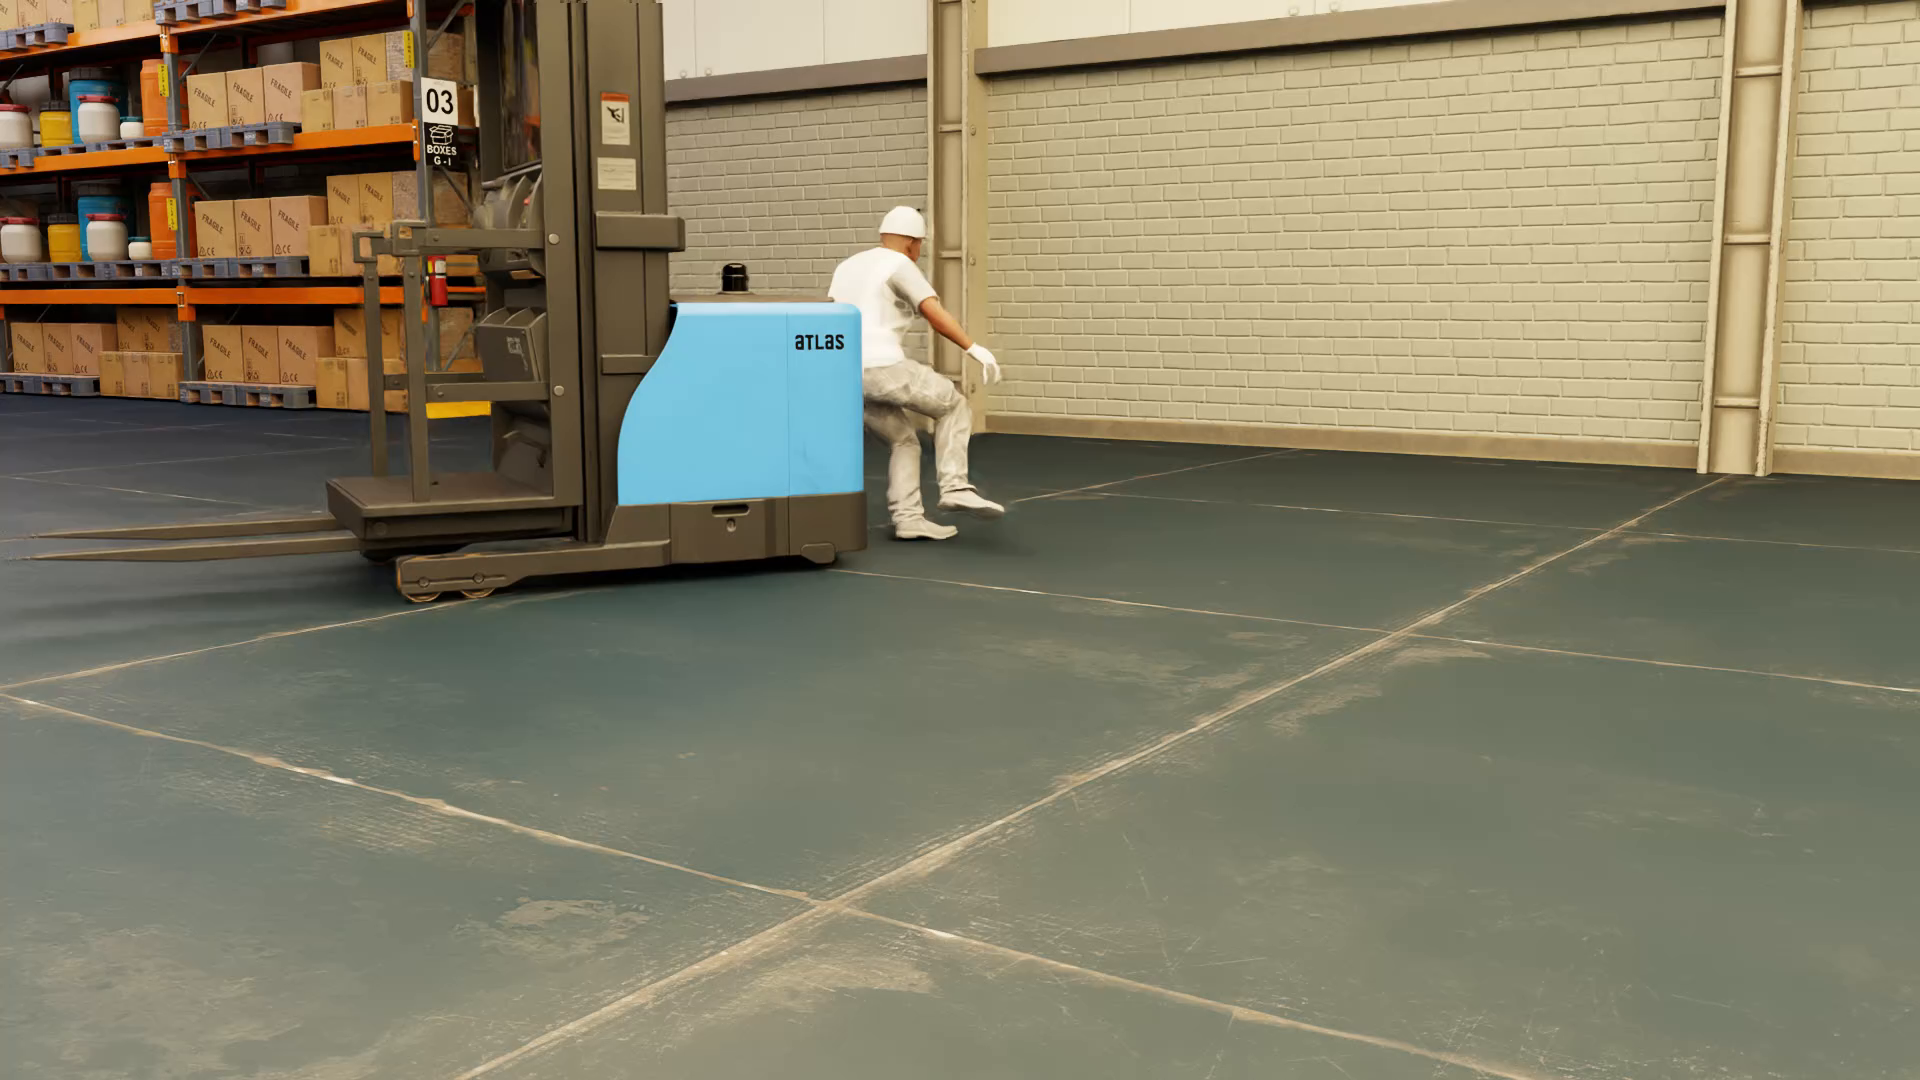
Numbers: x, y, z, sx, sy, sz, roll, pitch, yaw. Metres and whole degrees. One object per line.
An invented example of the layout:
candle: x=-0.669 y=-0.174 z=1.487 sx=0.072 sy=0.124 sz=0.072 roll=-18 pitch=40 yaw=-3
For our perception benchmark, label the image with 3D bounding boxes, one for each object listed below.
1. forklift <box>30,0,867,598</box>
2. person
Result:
forklift: x=-12.148 y=-2.307 z=13.420 sx=14.713 sy=2.935 sz=23.089 roll=-4 pitch=9 yaw=-27
person: x=-0.170 y=-0.795 z=7.825 sx=1.085 sy=1.530 sz=0.913 roll=6 pitch=10 yaw=37
